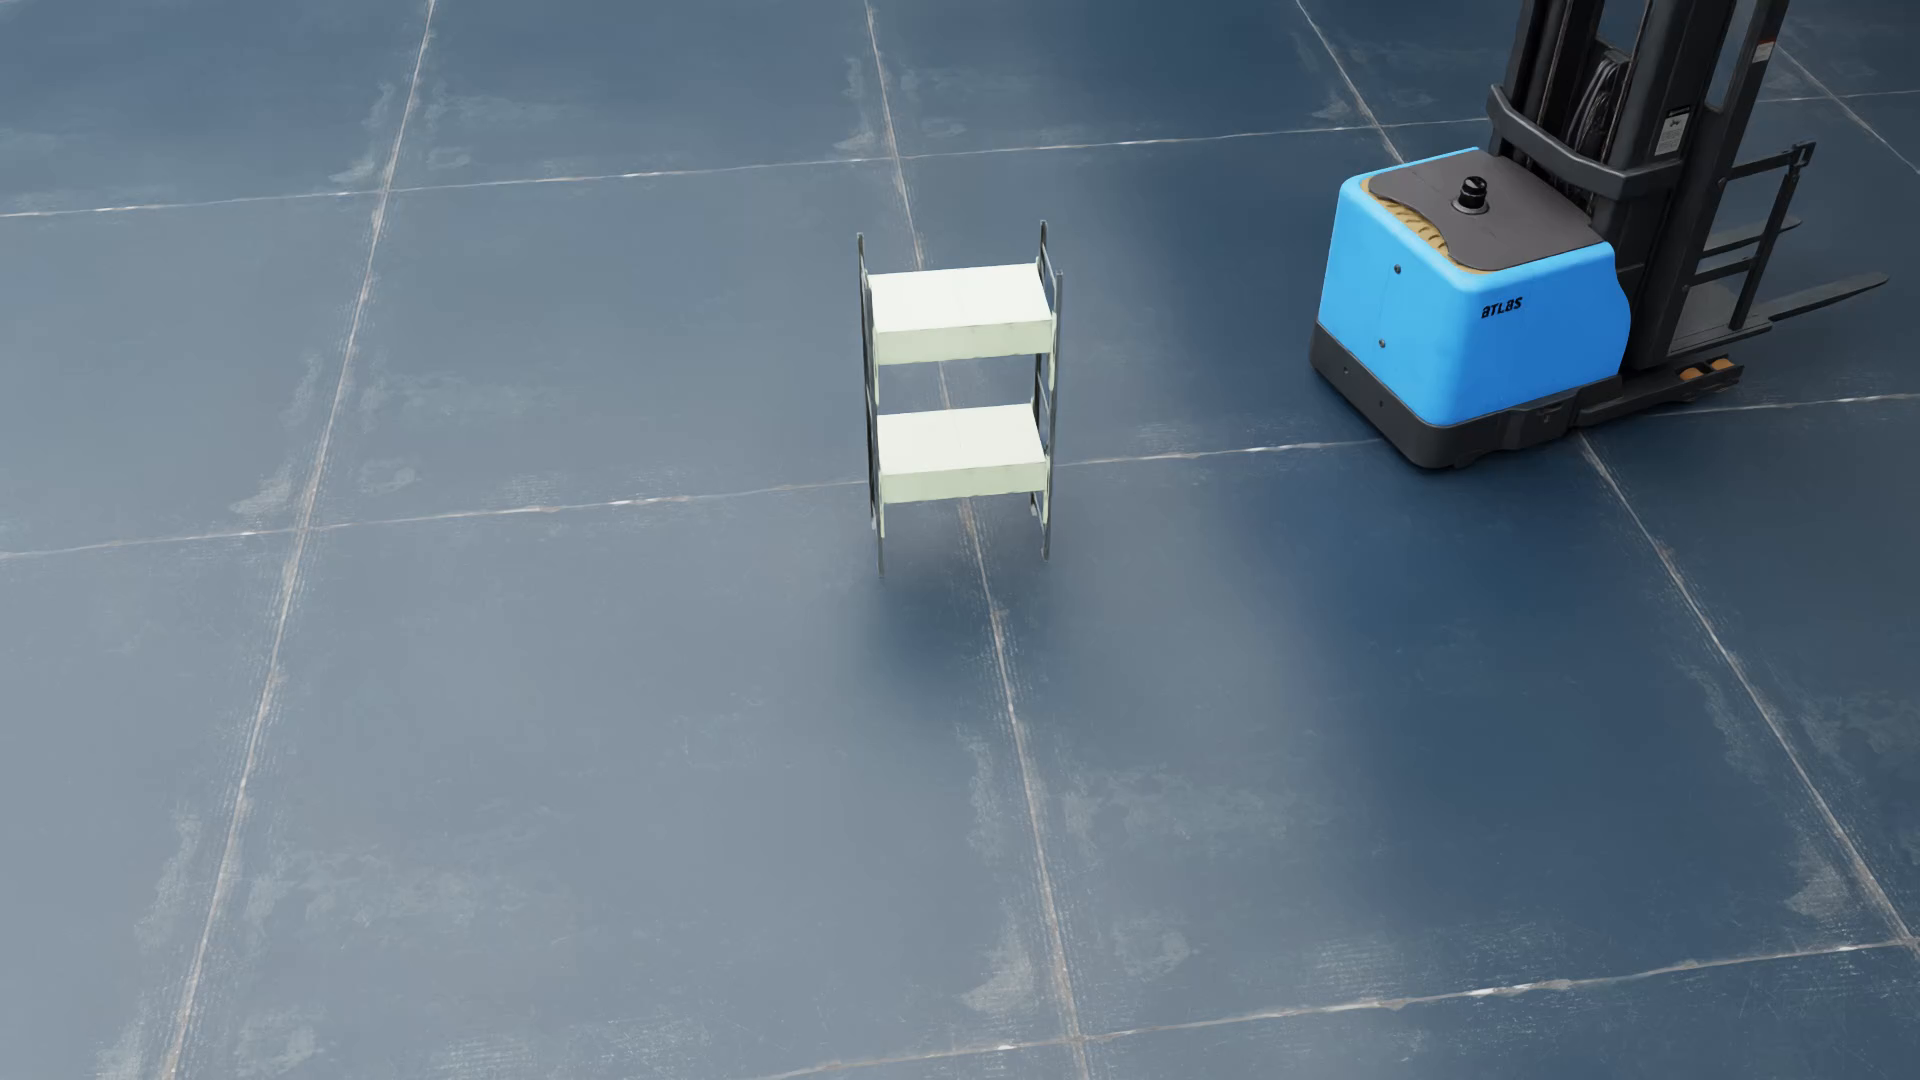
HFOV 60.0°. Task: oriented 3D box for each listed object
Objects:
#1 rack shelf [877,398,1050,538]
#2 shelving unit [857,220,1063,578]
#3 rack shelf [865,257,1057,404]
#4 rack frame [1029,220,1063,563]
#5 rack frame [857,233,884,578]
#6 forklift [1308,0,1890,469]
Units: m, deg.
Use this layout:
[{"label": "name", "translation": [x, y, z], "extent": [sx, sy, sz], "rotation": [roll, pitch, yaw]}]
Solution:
[{"label": "rack shelf", "translation": [-0.007, -0.314, 7.181], "extent": [0.720, 0.370, 0.431], "rotation": [-5, 42, -6]}, {"label": "shelving unit", "translation": [-0.007, -0.556, 6.962], "extent": [0.755, 1.500, 0.431], "rotation": [-5, 42, -6]}, {"label": "rack shelf", "translation": [-0.007, -0.846, 6.701], "extent": [0.720, 0.370, 0.431], "rotation": [-5, 42, -6]}, {"label": "rack frame", "translation": [0.356, -0.588, 6.997], "extent": [0.023, 1.500, 0.400], "rotation": [-5, 42, -6]}, {"label": "rack frame", "translation": [-0.370, -0.525, 6.927], "extent": [0.023, 1.500, 0.400], "rotation": [-5, 42, -6]}, {"label": "forklift", "translation": [3.317, -2.077, 7.580], "extent": [3.031, 2.935, 1.130], "rotation": [-17, 45, -18]}]
